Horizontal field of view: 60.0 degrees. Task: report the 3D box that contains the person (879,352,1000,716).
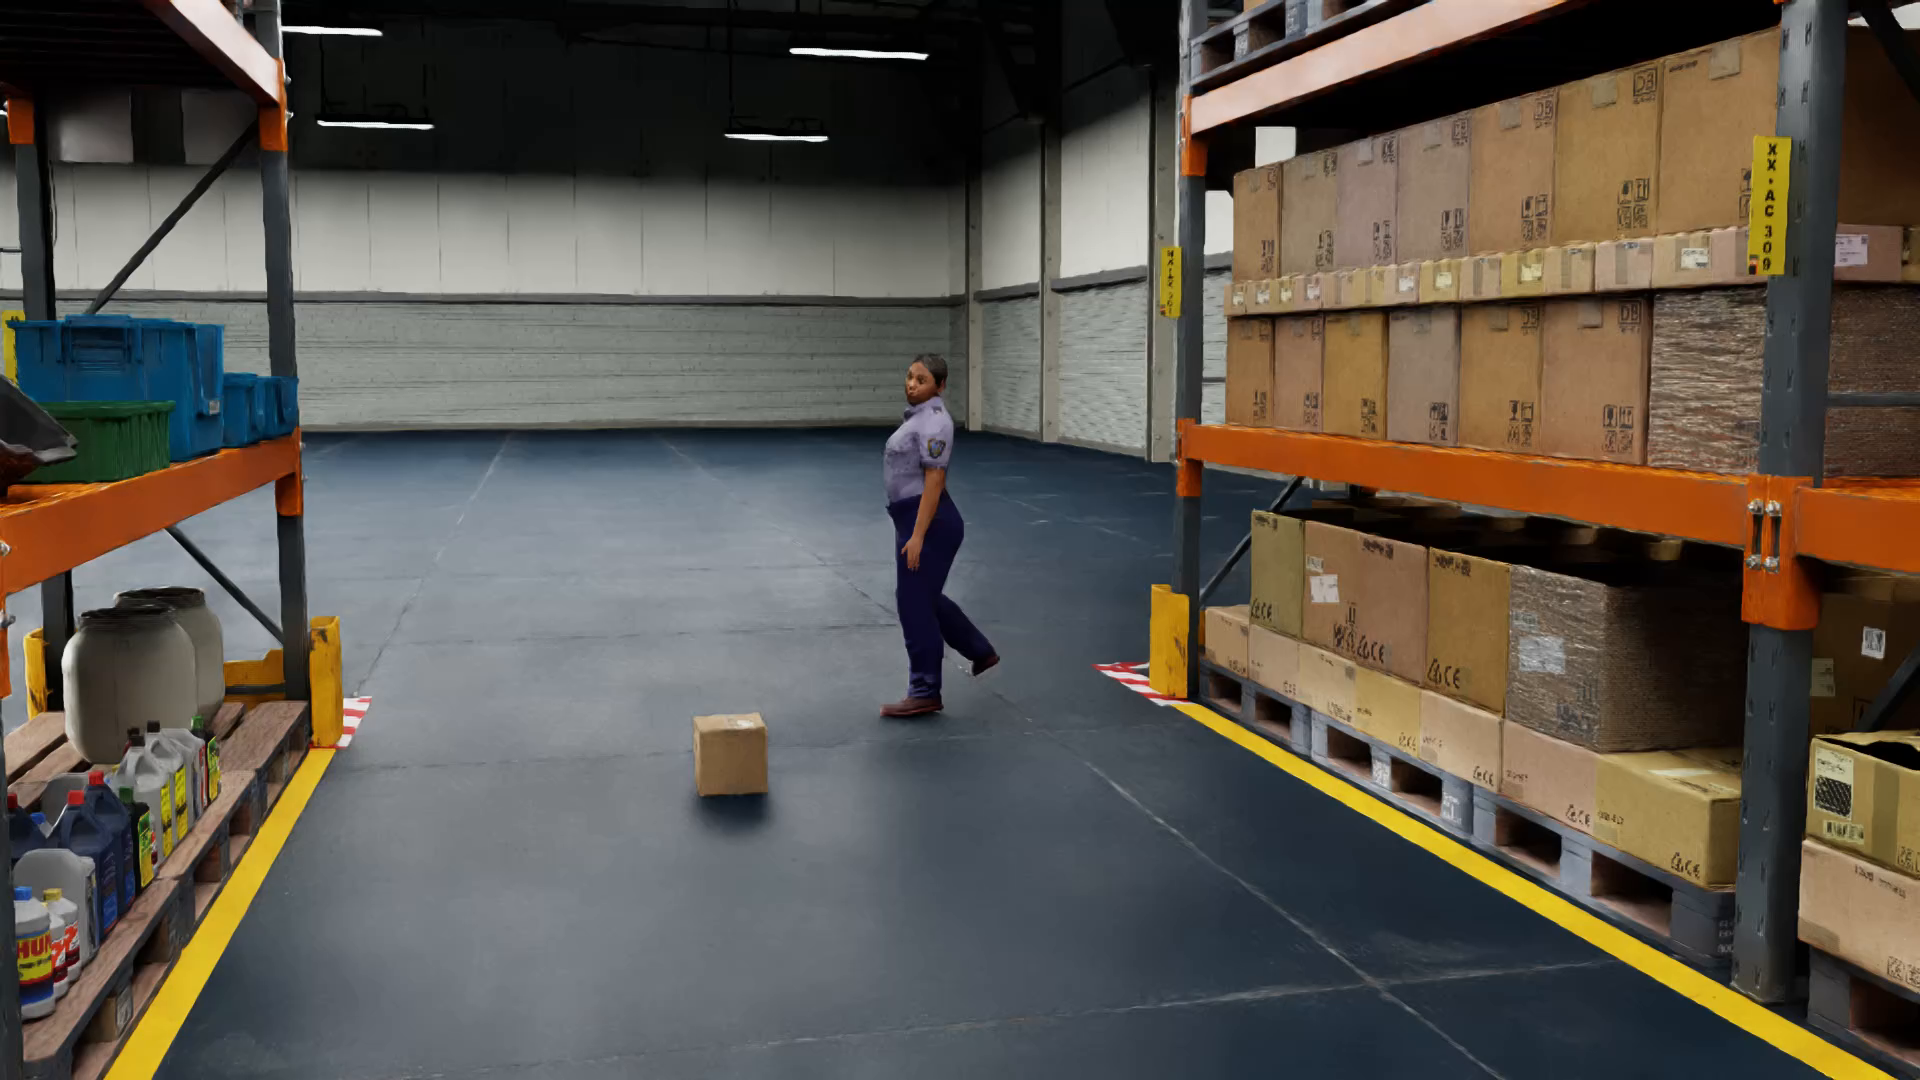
[{"bbox_3d":[-0.091,-0.040,7.654,0.596,1.643,0.684,-1,6,-6],"label":"person"}]
